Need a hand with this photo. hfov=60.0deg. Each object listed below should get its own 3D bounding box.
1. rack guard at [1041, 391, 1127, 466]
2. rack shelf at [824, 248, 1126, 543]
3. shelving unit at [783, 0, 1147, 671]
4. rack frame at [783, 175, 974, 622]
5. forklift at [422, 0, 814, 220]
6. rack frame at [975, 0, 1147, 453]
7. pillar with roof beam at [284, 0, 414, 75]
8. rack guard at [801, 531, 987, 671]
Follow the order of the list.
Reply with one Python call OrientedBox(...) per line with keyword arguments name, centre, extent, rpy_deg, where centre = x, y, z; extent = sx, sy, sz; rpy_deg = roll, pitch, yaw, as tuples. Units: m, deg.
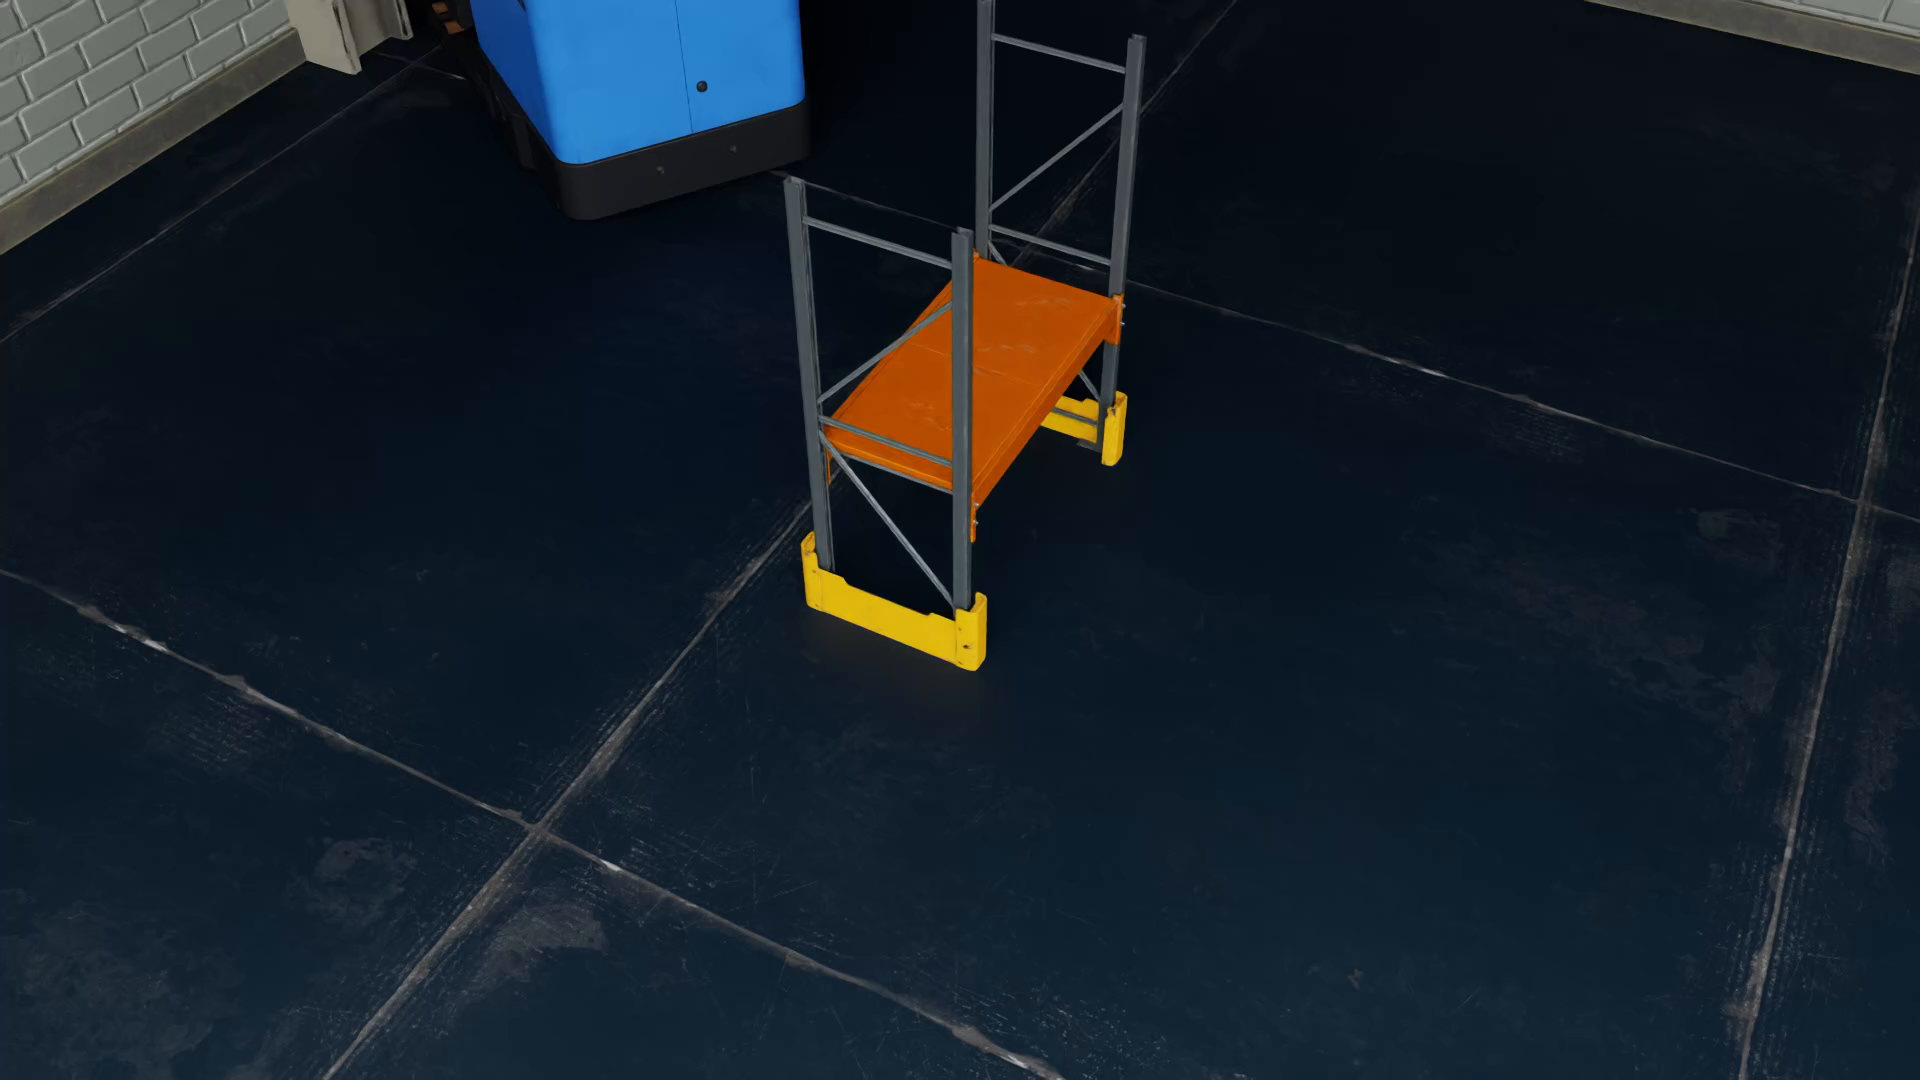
OrientedBox(name="rack guard", centre=(0.267, -0.450, 5.519), extent=(0.587, 0.250, 0.087), rpy_deg=(20, 49, 19))
OrientedBox(name="rack shelf", centre=(0.040, -0.455, 4.898), extent=(0.538, 0.185, 1.000), rpy_deg=(20, 49, 19))
OrientedBox(name="shelving unit", centre=(0.035, -0.575, 4.764), extent=(0.587, 1.500, 1.083), rpy_deg=(20, 49, 19))
OrientedBox(name="rack frame", centre=(-0.196, -0.261, 4.453), extent=(0.500, 1.500, 0.032), rpy_deg=(20, 49, 19))
OrientedBox(name="forklift", centre=(-1.738, -3.297, 6.448), extent=(1.130, 2.935, 3.031), rpy_deg=(-21, 49, -20))
OrientedBox(name="rack frame", centre=(0.276, -0.901, 5.086), extent=(0.500, 1.500, 0.032), rpy_deg=(20, 49, 19))
OrientedBox(name="pillar with roof beam", centre=(1.126, -3.946, 2.823), extent=(9.100, 9.000, 0.400), rpy_deg=(20, 49, 19))
OrientedBox(name="rack guard", centre=(-0.196, 0.178, 4.898), extent=(0.587, 0.250, 0.087), rpy_deg=(20, 49, 19))
